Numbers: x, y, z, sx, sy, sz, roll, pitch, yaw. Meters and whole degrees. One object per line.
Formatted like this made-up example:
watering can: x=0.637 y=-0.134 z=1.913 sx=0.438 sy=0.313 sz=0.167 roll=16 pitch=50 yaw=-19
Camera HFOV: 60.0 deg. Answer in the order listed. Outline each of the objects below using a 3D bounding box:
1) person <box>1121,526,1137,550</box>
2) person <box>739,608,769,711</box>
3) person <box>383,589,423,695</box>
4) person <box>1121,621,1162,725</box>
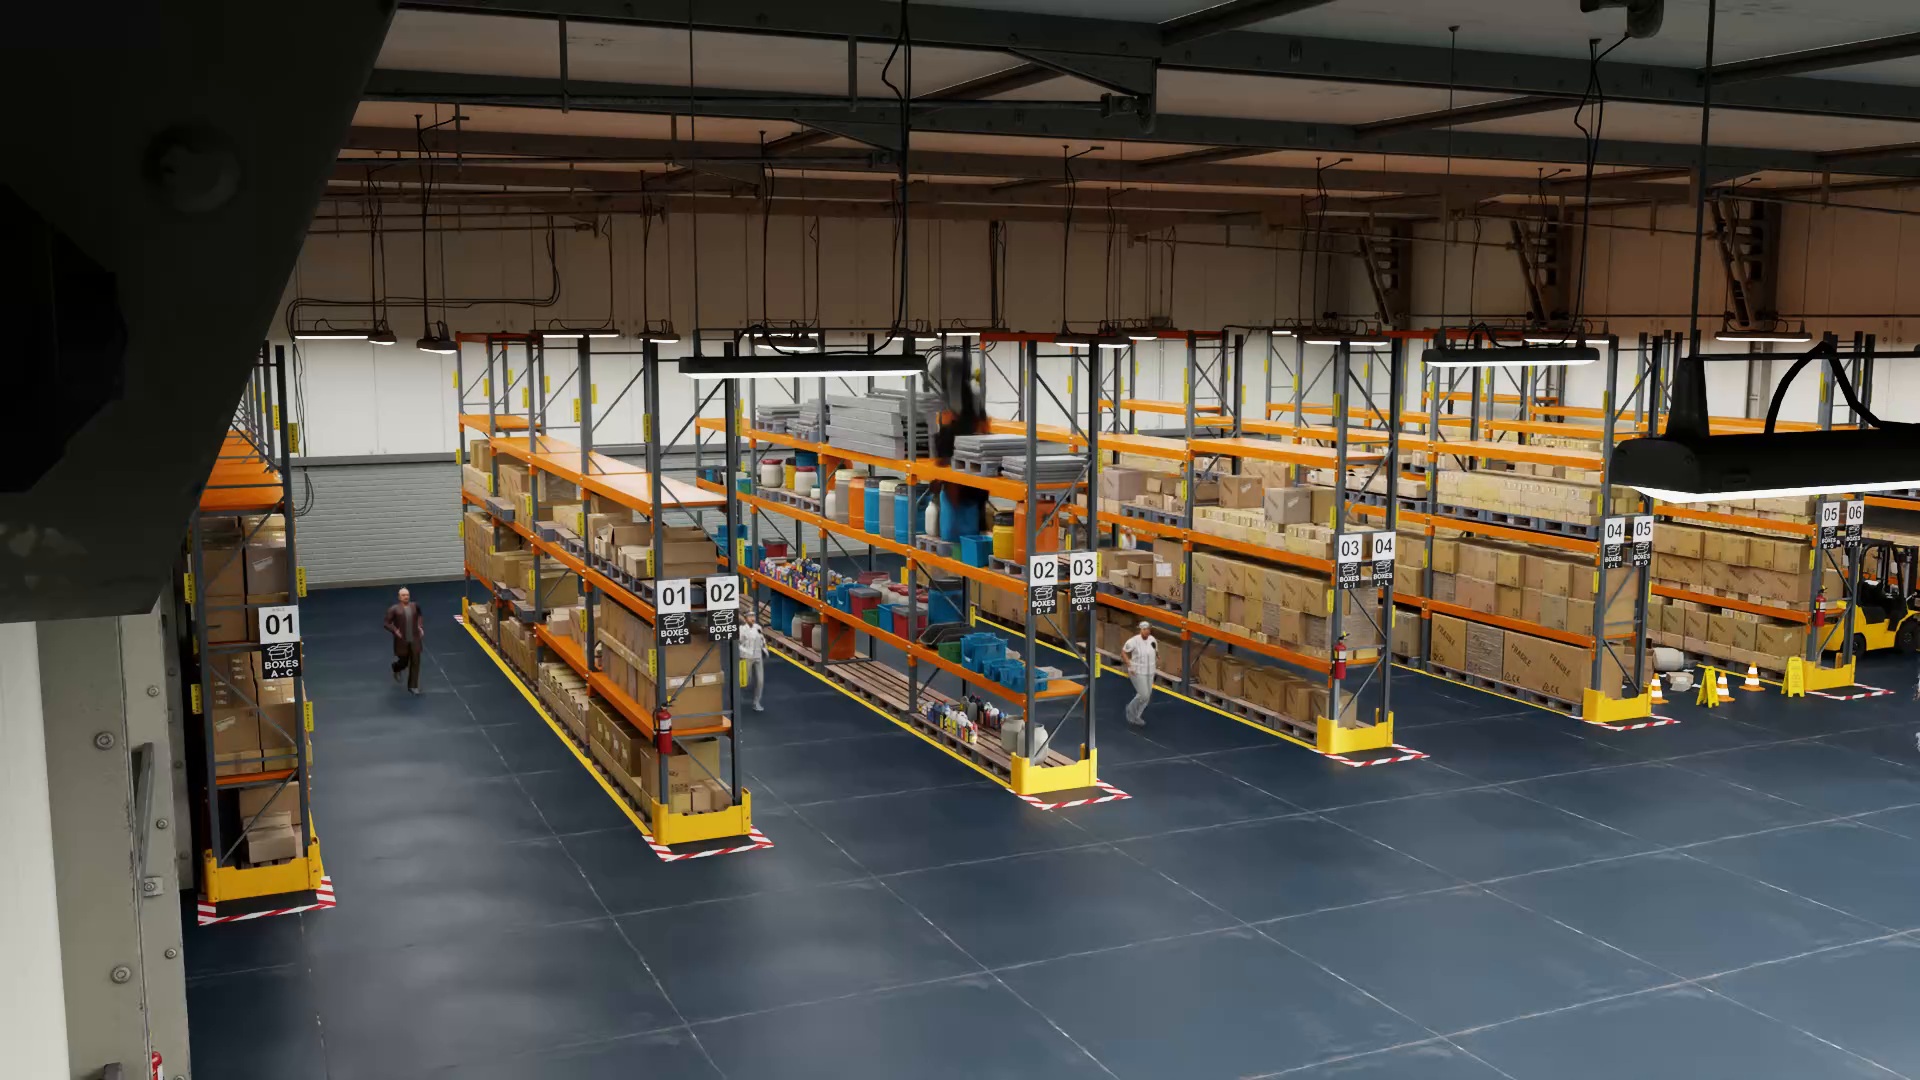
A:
person: x=3.658 y=0.496 z=36.765 sx=0.685 sy=1.775 sz=1.033 roll=-4 pitch=8 yaw=-25
person: x=-3.374 y=1.902 z=26.832 sx=0.625 sy=1.649 sz=0.724 roll=-5 pitch=9 yaw=-33
person: x=-9.351 y=1.691 z=28.075 sx=0.710 sy=1.764 sz=0.918 roll=-6 pitch=10 yaw=-37
person: x=2.857 y=2.063 z=25.702 sx=0.586 sy=1.634 sz=0.583 roll=-4 pitch=9 yaw=-28
